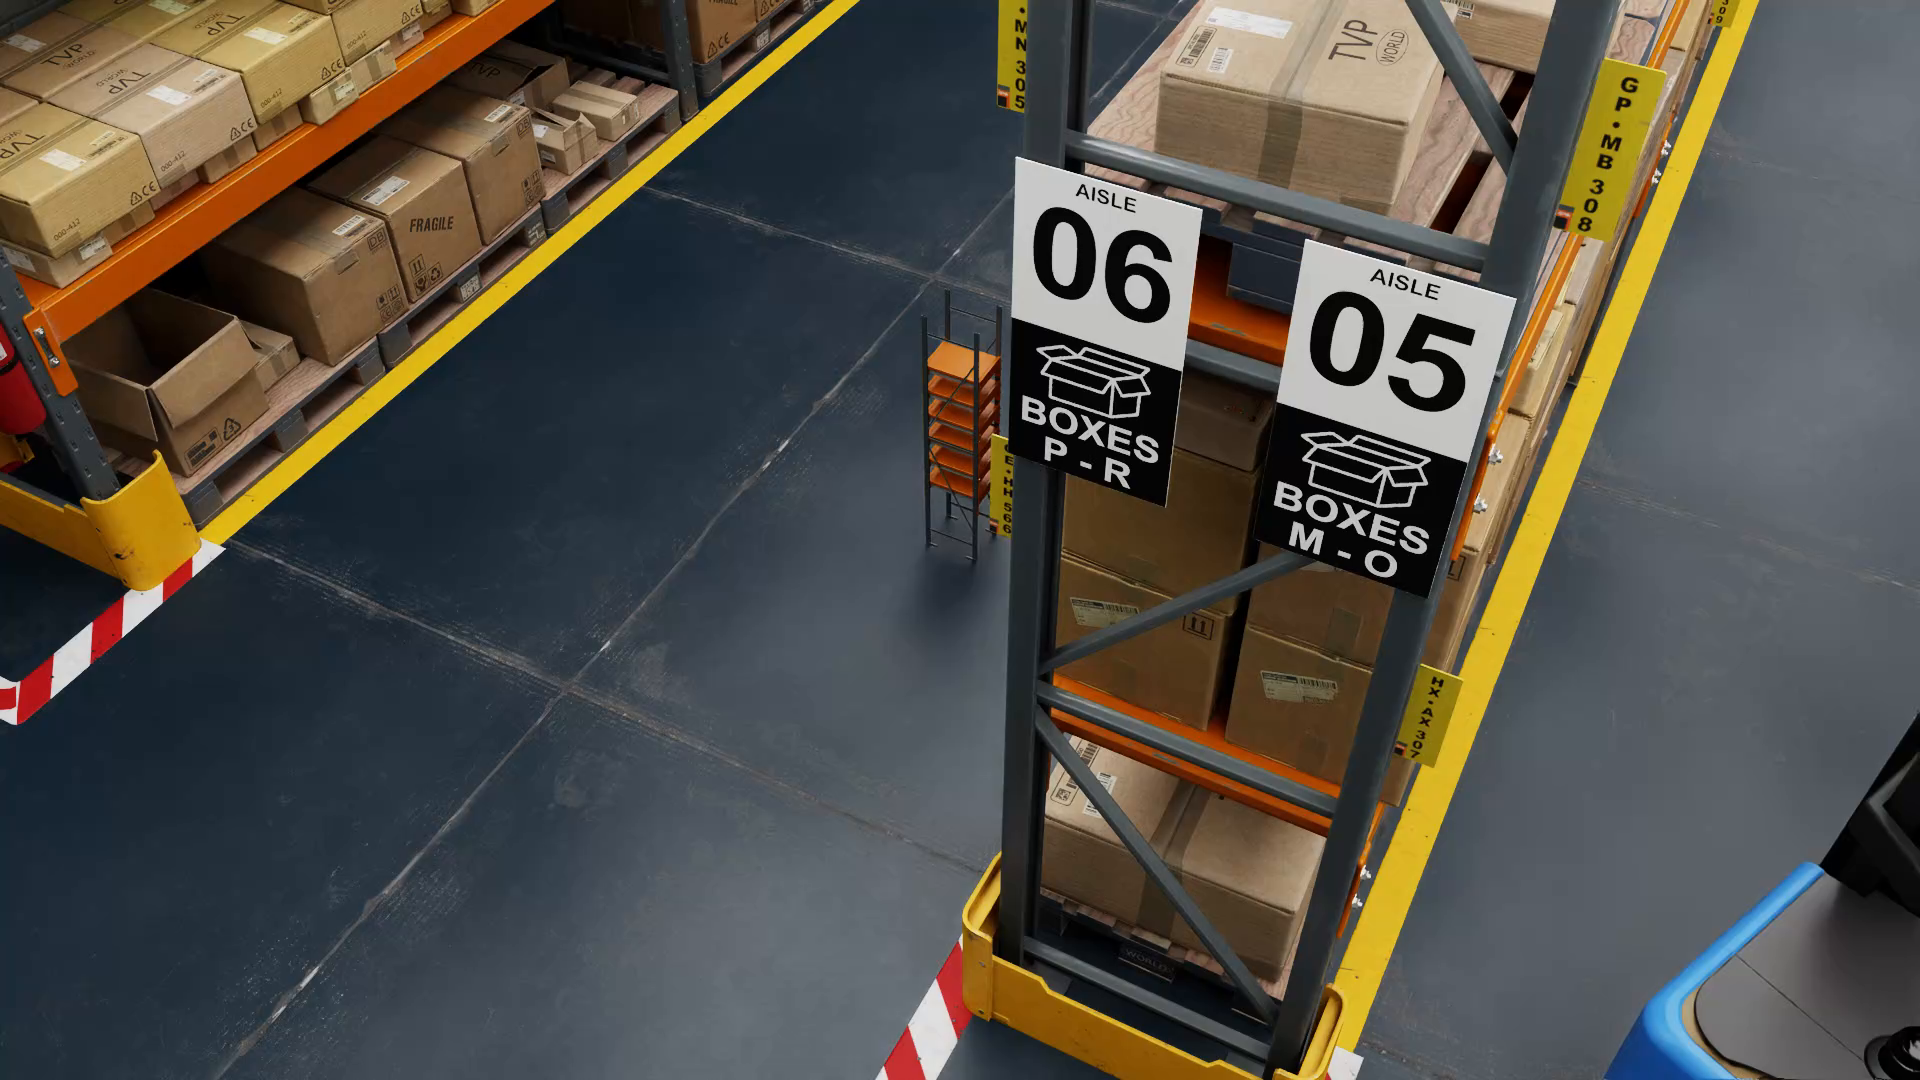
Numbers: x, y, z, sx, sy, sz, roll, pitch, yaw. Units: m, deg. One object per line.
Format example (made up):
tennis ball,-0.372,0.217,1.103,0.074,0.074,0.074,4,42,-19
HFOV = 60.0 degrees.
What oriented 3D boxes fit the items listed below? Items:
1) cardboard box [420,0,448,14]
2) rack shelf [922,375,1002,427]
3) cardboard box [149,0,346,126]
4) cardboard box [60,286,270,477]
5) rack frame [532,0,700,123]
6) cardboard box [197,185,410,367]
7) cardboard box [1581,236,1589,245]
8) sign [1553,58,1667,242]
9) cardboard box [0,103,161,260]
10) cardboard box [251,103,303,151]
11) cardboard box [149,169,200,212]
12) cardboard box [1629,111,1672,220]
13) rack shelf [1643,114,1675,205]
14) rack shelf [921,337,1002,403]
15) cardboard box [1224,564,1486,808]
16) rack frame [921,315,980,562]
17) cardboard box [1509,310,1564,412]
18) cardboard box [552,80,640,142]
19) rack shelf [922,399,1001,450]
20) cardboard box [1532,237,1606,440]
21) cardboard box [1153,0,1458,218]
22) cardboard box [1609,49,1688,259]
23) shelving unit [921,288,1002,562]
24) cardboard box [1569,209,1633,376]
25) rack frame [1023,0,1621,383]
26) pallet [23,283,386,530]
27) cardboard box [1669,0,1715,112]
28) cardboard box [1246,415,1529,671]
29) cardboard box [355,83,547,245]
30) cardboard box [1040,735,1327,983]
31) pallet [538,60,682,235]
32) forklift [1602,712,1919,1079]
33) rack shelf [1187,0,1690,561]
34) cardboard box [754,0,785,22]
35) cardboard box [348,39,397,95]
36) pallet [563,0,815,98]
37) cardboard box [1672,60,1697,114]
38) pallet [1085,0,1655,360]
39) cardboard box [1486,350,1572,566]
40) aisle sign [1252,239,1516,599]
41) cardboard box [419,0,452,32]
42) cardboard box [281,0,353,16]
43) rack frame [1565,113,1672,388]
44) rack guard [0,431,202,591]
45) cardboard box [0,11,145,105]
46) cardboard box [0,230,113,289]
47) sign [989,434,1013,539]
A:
cardboard box,-2.431,-2.621,7.407,0.500,0.250,0.500,20,49,19
rack shelf,0.007,-0.568,6.473,0.258,0.103,0.180,20,49,19
cardboard box,-2.889,-1.967,6.762,0.500,0.250,0.500,20,49,18
cardboard box,-3.437,-0.705,7.077,0.797,0.503,0.637,19,48,18
rack frame,-1.948,-3.601,8.479,1.000,3.000,0.127,20,49,19
cardboard box,-3.005,-1.229,7.598,0.700,0.500,0.500,22,49,21
cardboard box,1.619,-1.003,4.683,0.380,0.149,0.250,21,49,19
sign,1.082,-0.647,2.781,0.100,0.325,0.005,20,49,19
cardboard box,-3.355,-1.329,6.131,0.500,0.250,0.500,21,49,19
cardboard box,-2.951,-1.770,6.846,0.380,0.149,0.250,21,49,20
cardboard box,-3.241,-1.461,6.542,0.380,0.149,0.250,20,49,19
cardboard box,2.462,-1.623,6.454,0.500,0.500,0.500,21,49,19
rack shelf,3.379,-2.971,8.363,1.077,0.370,4.000,20,49,19
rack shelf,0.007,-0.653,6.388,0.258,0.103,0.180,20,49,19
cardboard box,1.071,0.313,4.541,0.500,0.500,0.500,20,49,19
rack frame,-0.036,-0.373,6.555,0.240,1.200,0.006,20,49,19
cardboard box,1.285,-0.506,4.191,0.380,0.149,0.250,22,49,20
cardboard box,-1.946,-2.298,8.901,0.380,0.149,0.250,19,48,18
rack shelf,0.007,-0.484,6.558,0.258,0.103,0.180,20,49,19
cardboard box,1.535,-0.694,4.833,0.500,0.500,0.500,20,49,19
cardboard box,0.723,-0.942,3.483,0.500,0.250,0.500,16,48,15
cardboard box,2.005,-1.321,5.454,0.500,0.500,0.500,21,49,20
shelving unit,0.007,-0.431,6.612,0.258,1.200,0.189,20,49,19
cardboard box,2.007,-0.975,5.814,0.500,0.500,0.500,20,49,18
rack frame,0.594,-1.553,2.238,1.000,3.000,0.127,20,49,19
pallet,-3.400,-0.651,7.525,1.003,0.211,1.213,20,49,19
cardboard box,2.476,-1.962,6.087,0.500,0.500,0.500,20,49,19
cardboard box,1.069,-0.039,4.186,0.500,0.500,0.500,19,48,18
cardboard box,-2.523,-1.883,8.244,0.700,0.500,0.500,19,48,18
cardboard box,0.811,0.860,5.577,0.875,0.438,0.875,19,48,18
pallet,-2.267,-2.188,9.044,1.003,0.211,1.213,20,49,19
forklift,3.242,0.585,4.391,3.031,2.935,1.130,-29,52,-25
rack shelf,1.522,-1.506,4.806,1.077,0.370,4.000,20,49,19
cardboard box,-1.285,-3.439,9.782,0.500,0.500,0.500,20,49,19
cardboard box,-2.663,-2.077,7.150,0.380,0.149,0.250,22,49,20
pallet,-1.604,-3.145,9.990,1.003,0.211,1.213,20,49,19
cardboard box,2.889,-2.101,7.103,0.500,0.250,0.500,19,48,18
pallet,0.929,-0.938,3.802,1.003,0.211,1.213,20,49,19
cardboard box,1.533,-0.329,5.176,0.500,0.500,0.500,20,49,19
aisle sign,0.817,-0.217,3.308,0.394,0.787,0.004,20,49,19
cardboard box,-2.531,-2.433,7.502,0.380,0.149,0.250,21,49,20
cardboard box,-2.659,-2.538,6.798,0.500,0.500,0.500,22,49,20
rack frame,2.451,-1.964,6.862,1.000,3.000,0.127,20,49,19
rack guard,-3.769,-0.250,6.925,1.175,0.500,0.348,20,49,19
cardboard box,-3.586,-1.834,6.630,0.500,0.250,0.500,21,49,19
cardboard box,-3.409,-1.109,6.193,0.380,0.149,0.250,20,49,19
sign,0.120,-0.122,4.061,0.100,0.325,0.005,20,49,19
